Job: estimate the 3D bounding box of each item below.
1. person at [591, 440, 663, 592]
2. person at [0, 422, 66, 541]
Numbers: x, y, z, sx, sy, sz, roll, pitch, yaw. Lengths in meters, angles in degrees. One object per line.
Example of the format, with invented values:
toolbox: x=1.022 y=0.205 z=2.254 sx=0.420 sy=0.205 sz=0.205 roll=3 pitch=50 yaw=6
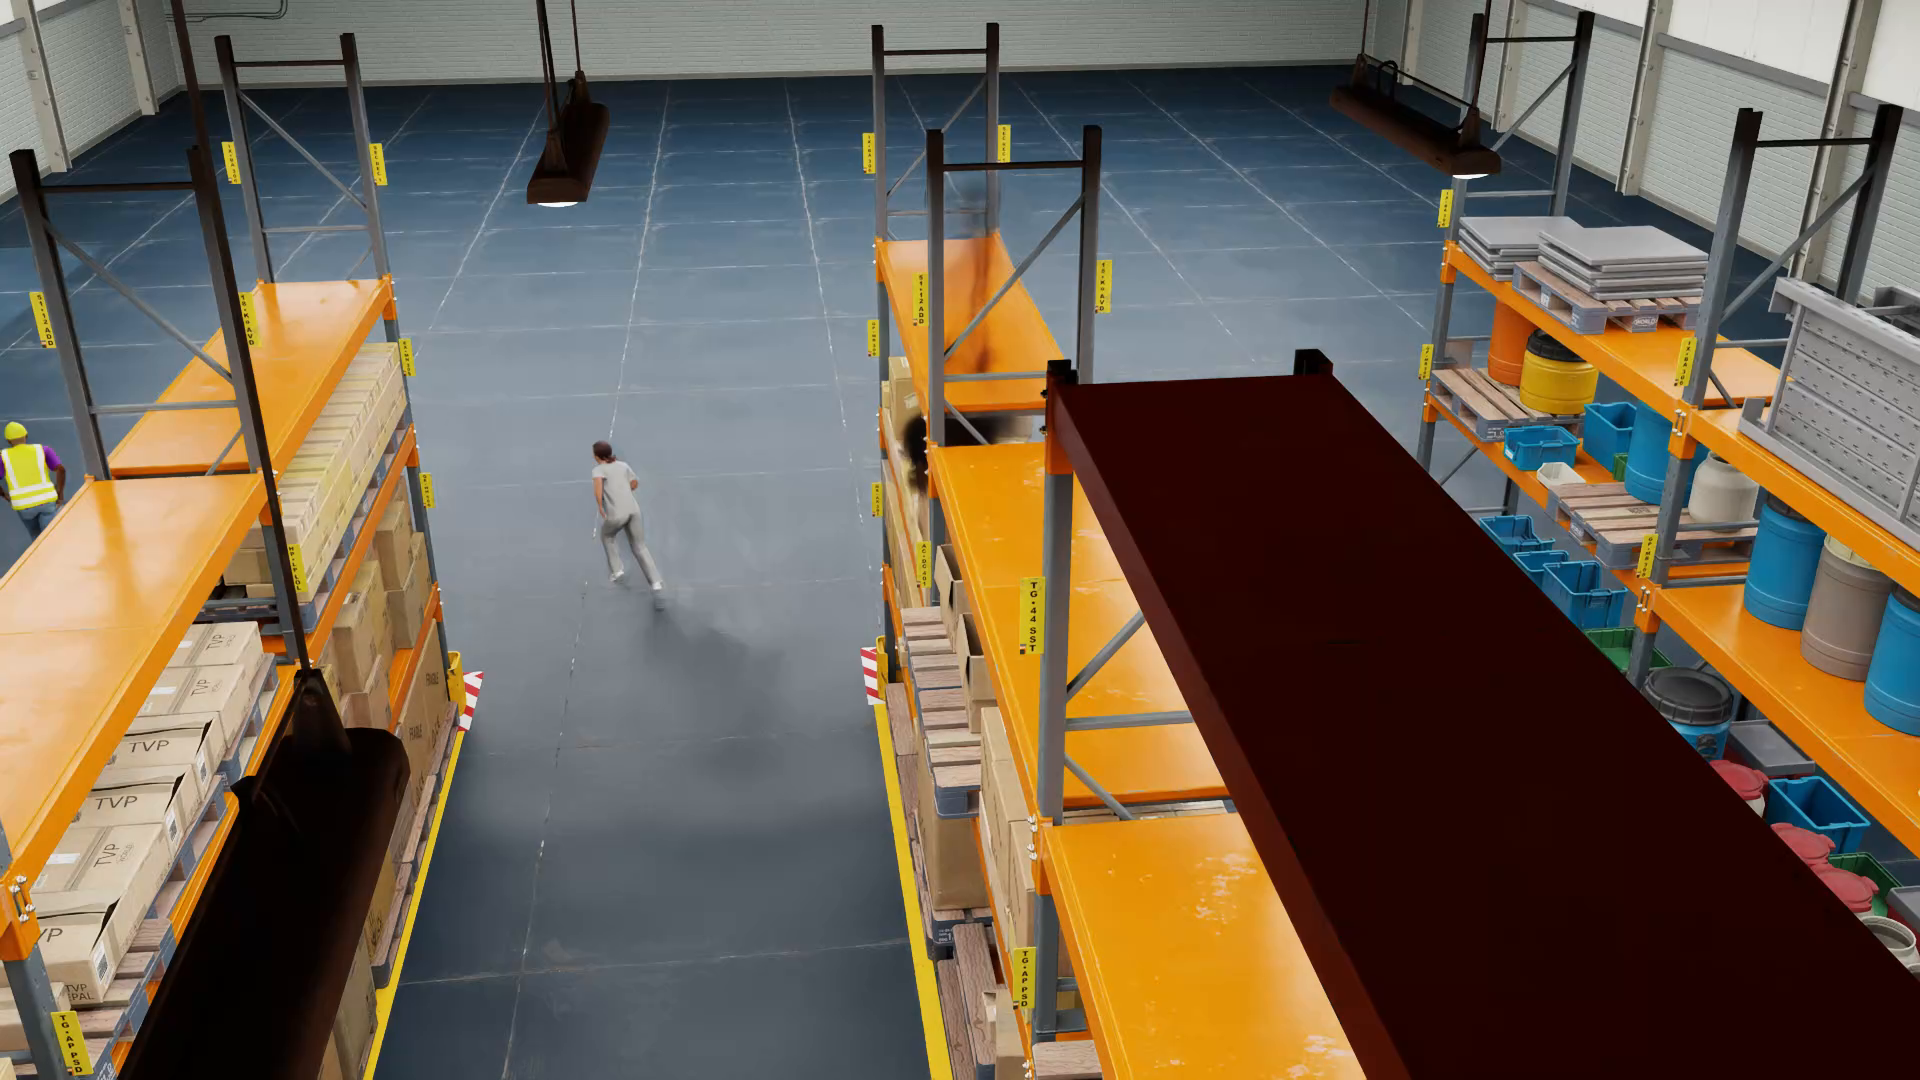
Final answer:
person: x=-3.419 y=-0.162 z=17.068 sx=0.953 sy=1.625 sz=0.606 roll=22 pitch=33 yaw=38
person: x=-9.583 y=-0.328 z=17.283 sx=0.688 sy=1.708 sz=0.970 roll=-20 pitch=32 yaw=-35
